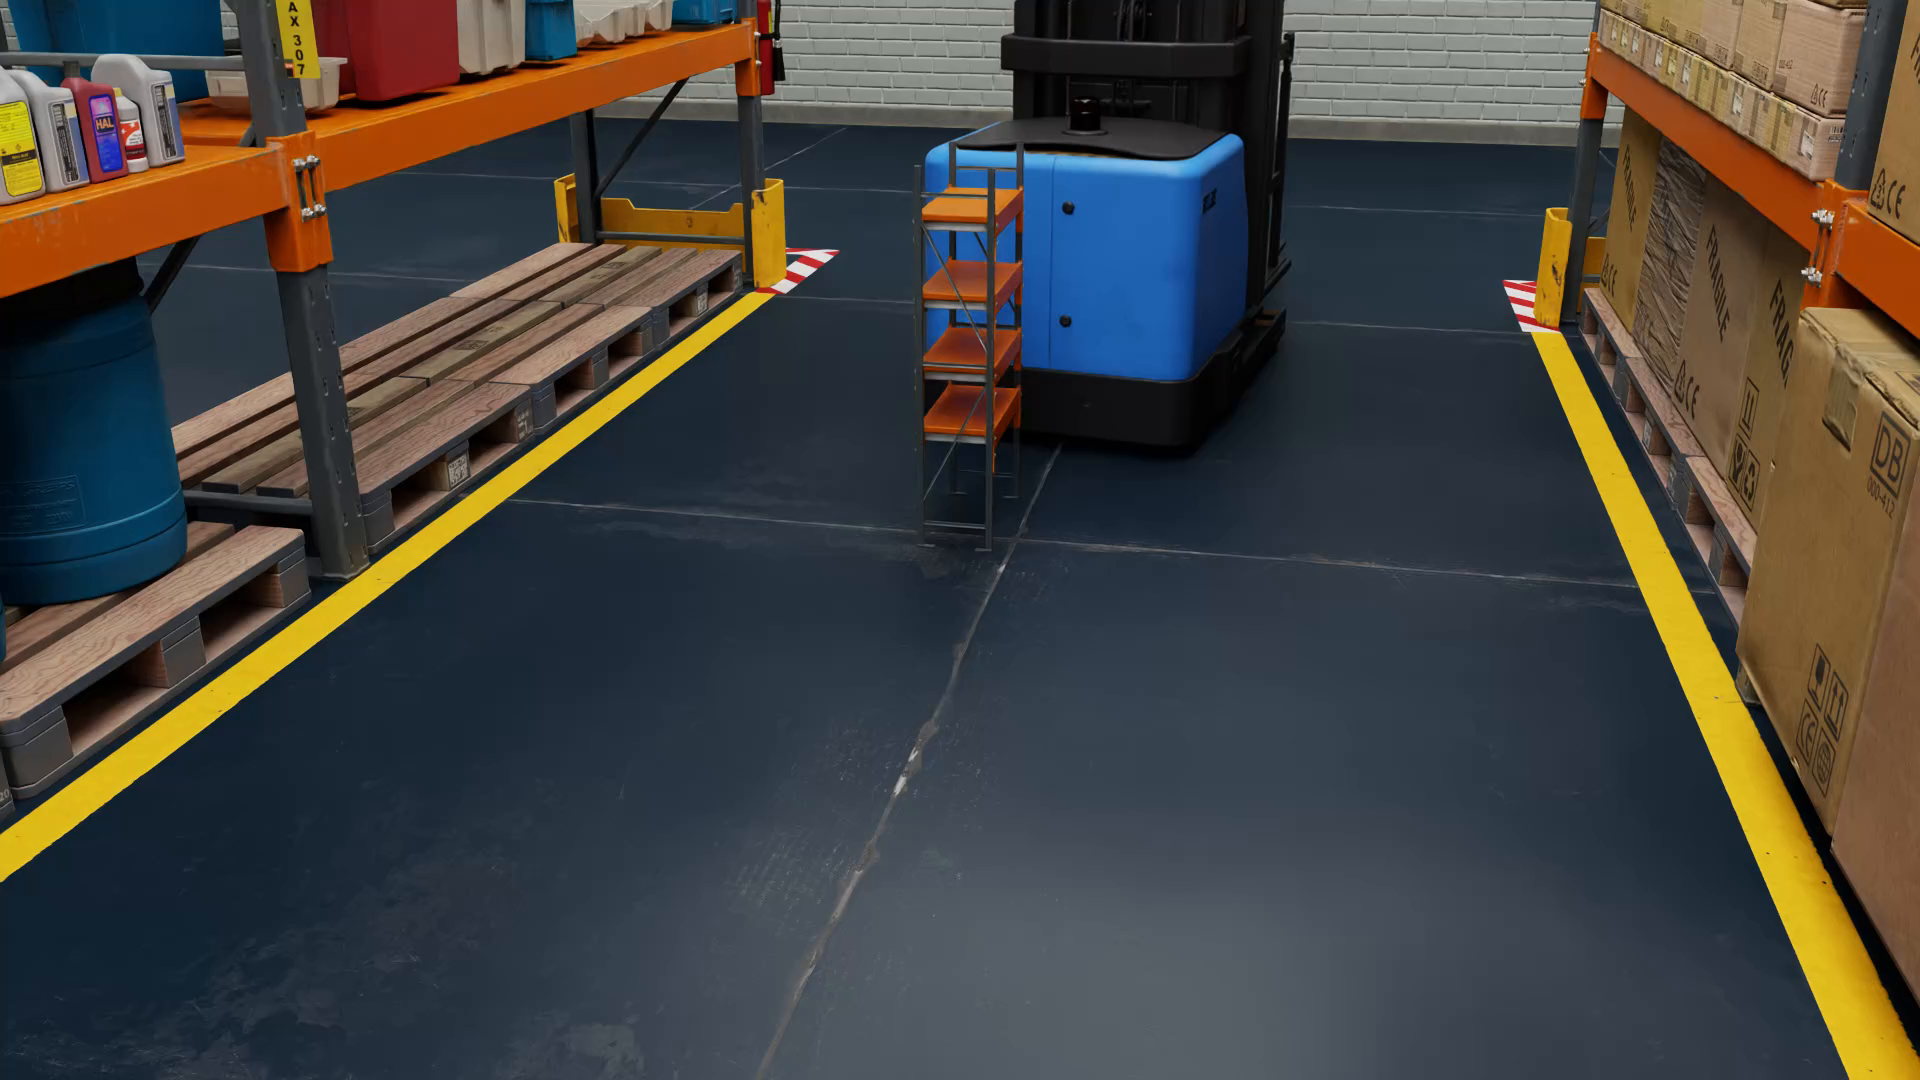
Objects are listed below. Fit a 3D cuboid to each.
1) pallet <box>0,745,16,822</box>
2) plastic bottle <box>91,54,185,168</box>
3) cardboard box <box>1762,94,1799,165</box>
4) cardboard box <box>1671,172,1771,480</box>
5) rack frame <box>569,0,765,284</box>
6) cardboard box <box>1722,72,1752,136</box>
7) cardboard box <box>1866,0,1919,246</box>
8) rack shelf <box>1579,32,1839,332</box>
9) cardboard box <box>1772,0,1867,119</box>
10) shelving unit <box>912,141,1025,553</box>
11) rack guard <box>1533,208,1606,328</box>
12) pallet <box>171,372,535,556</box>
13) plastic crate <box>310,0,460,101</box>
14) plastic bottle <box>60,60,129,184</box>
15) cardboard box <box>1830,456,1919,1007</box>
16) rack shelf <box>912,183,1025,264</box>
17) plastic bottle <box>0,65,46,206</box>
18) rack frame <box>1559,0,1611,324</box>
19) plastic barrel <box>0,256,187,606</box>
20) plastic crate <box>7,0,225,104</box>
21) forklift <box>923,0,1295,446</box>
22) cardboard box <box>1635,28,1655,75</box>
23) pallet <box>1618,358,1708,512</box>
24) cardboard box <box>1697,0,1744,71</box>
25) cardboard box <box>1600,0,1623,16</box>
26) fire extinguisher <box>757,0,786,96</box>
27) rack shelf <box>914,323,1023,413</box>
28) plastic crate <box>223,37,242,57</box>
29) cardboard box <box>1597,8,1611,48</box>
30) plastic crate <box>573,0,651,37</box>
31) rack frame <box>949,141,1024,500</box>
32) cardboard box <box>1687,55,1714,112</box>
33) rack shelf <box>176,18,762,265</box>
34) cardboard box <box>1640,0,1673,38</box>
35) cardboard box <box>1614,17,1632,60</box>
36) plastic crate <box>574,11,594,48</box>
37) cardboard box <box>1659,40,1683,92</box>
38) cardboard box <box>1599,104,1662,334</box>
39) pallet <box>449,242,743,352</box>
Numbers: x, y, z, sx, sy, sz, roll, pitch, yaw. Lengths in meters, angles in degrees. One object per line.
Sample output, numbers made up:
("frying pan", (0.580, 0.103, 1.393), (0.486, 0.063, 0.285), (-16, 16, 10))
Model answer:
("pallet", (-2.769, 0.697, 3.340), (1.003, 0.211, 1.213), (4, 22, 11))
("plastic bottle", (-2.088, -1.097, 4.227), (0.152, 0.276, 0.135), (4, 22, 11))
("cardboard box", (2.318, -1.060, 4.306), (0.380, 0.149, 0.250), (5, 22, 12))
("cardboard box", (2.921, -0.719, 5.406), (0.875, 0.875, 0.875), (4, 22, 11))
("rack frame", (-1.508, -2.786, 8.255), (1.000, 3.000, 0.127), (4, 22, 11))
("cardboard box", (2.423, -1.247, 4.772), (0.380, 0.149, 0.250), (5, 22, 12))
("cardboard box", (2.186, -0.843, 3.297), (0.500, 0.500, 0.500), (5, 22, 11))
("rack shelf", (2.933, -1.343, 5.636), (1.077, 0.370, 4.000), (4, 22, 11))
("cardboard box", (2.358, -1.195, 4.109), (0.500, 0.250, 0.500), (4, 22, 10))
("shelving unit", (0.034, -0.617, 5.280), (0.258, 1.200, 0.503), (4, 22, 11))
("rack guard", (3.346, -1.257, 7.807), (1.175, 0.500, 0.348), (4, 22, 11))
("pallet", (-2.212, -0.301, 5.819), (1.003, 0.211, 1.213), (4, 22, 11))
("plastic crate", (-1.897, -1.688, 5.363), (0.402, 0.464, 0.583), (4, 22, 11))
("plastic bottle", (-2.091, -1.012, 4.007), (0.061, 0.283, 0.133), (4, 22, 11))
("cardboard box", (2.232, 0.408, 2.608), (1.225, 0.875, 0.875), (4, 22, 9))
("rack shelf", (0.034, -0.982, 5.133), (0.258, 0.148, 0.480), (4, 22, 11))
("plastic bottle", (-2.191, -0.939, 3.736), (0.144, 0.351, 0.185), (4, 22, 11))
("rack frame", (3.341, -2.408, 7.318), (1.000, 3.000, 0.127), (4, 22, 11))
("plastic barrel", (-2.452, -0.347, 4.446), (0.600, 0.901, 0.708), (4, 22, 11))
("plastic crate", (-2.563, -1.540, 5.103), (0.392, 0.384, 0.575), (4, 22, 11))
("forklift", (0.843, -2.218, 6.938), (1.130, 2.935, 3.031), (8, 23, 19))
("cardboard box", (2.737, -1.811, 6.171), (0.380, 0.149, 0.250), (4, 22, 10))
("pallet", (3.003, -0.371, 5.993), (1.003, 0.211, 1.213), (4, 22, 11))
("cardboard box", (2.565, -1.571, 5.043), (0.500, 0.250, 0.500), (5, 22, 12))
("cardboard box", (2.978, -2.322, 6.906), (0.500, 0.250, 0.500), (4, 22, 9))
("fire extinguisher", (-1.032, -2.597, 8.390), (0.296, 0.674, 0.183), (4, 22, 11))
("rack shelf", (0.034, -0.555, 5.305), (0.258, 0.148, 0.480), (4, 22, 11))
("plastic crate", (-2.359, -1.653, 5.731), (0.437, 0.125, 0.590), (4, 22, 11))
("cardboard box", (2.945, -2.187, 7.105), (0.380, 0.149, 0.250), (5, 22, 12))
("plastic crate", (-1.570, -2.274, 7.258), (0.396, 0.136, 0.243), (4, 22, 11))
("rack frame", (0.084, -0.706, 5.501), (0.240, 1.200, 0.015), (4, 22, 11))
("cardboard box", (2.528, -1.435, 5.238), (0.380, 0.149, 0.250), (4, 22, 10))
("rack shelf", (-1.916, -1.721, 6.574), (1.077, 0.370, 4.000), (4, 22, 11))
("cardboard box", (2.773, -1.948, 5.977), (0.500, 0.250, 0.500), (4, 22, 9))
("cardboard box", (2.842, -1.999, 6.639), (0.380, 0.149, 0.250), (4, 22, 10))
("plastic crate", (-1.646, -2.061, 6.728), (0.298, 0.136, 0.250), (4, 22, 11))
("cardboard box", (2.633, -1.624, 5.708), (0.380, 0.149, 0.250), (4, 22, 10))
("cardboard box", (3.288, -1.377, 7.040), (0.875, 0.875, 0.875), (4, 22, 11))
("pallet", (-1.714, -1.194, 8.035), (1.003, 0.211, 1.213), (4, 22, 11))
